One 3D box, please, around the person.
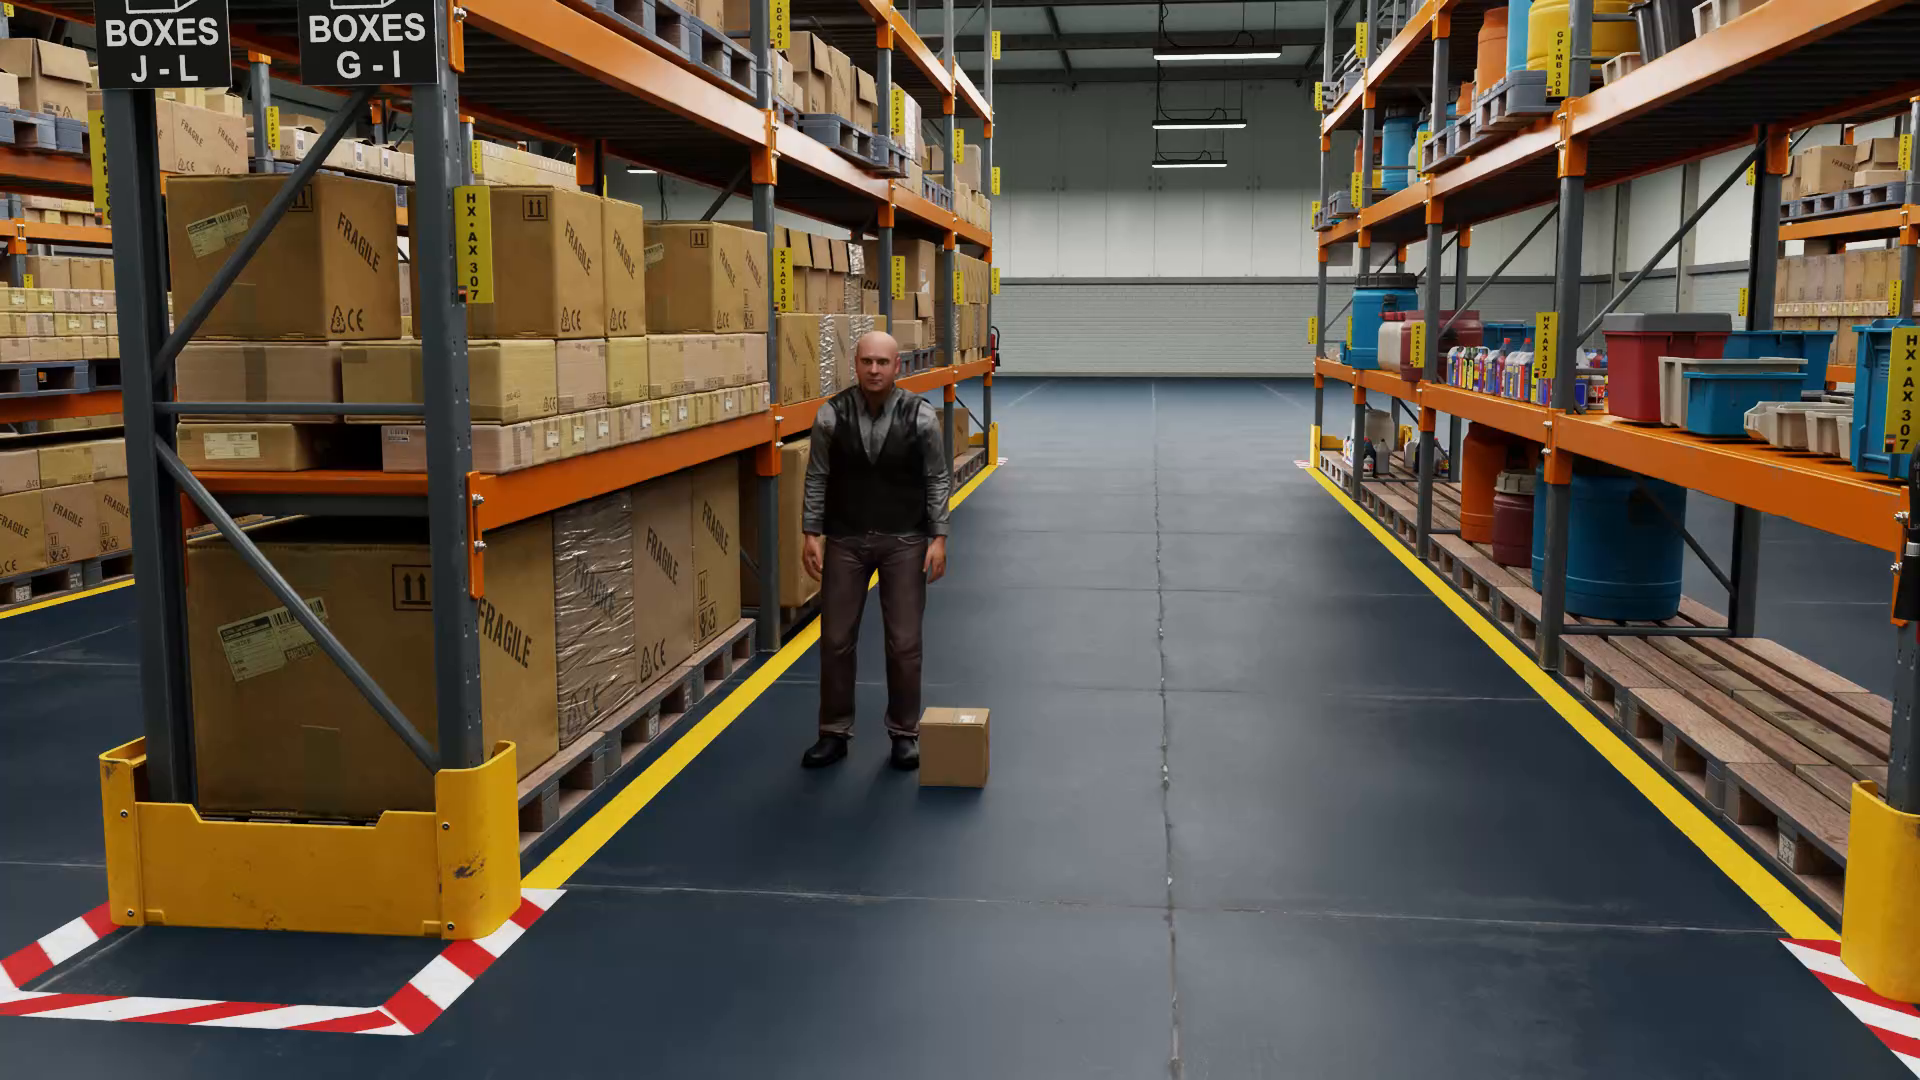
[{"bbox_3d":[-0.333,0.030,6.650,0.589,1.721,0.410,1,8,5],"label":"person"}]
